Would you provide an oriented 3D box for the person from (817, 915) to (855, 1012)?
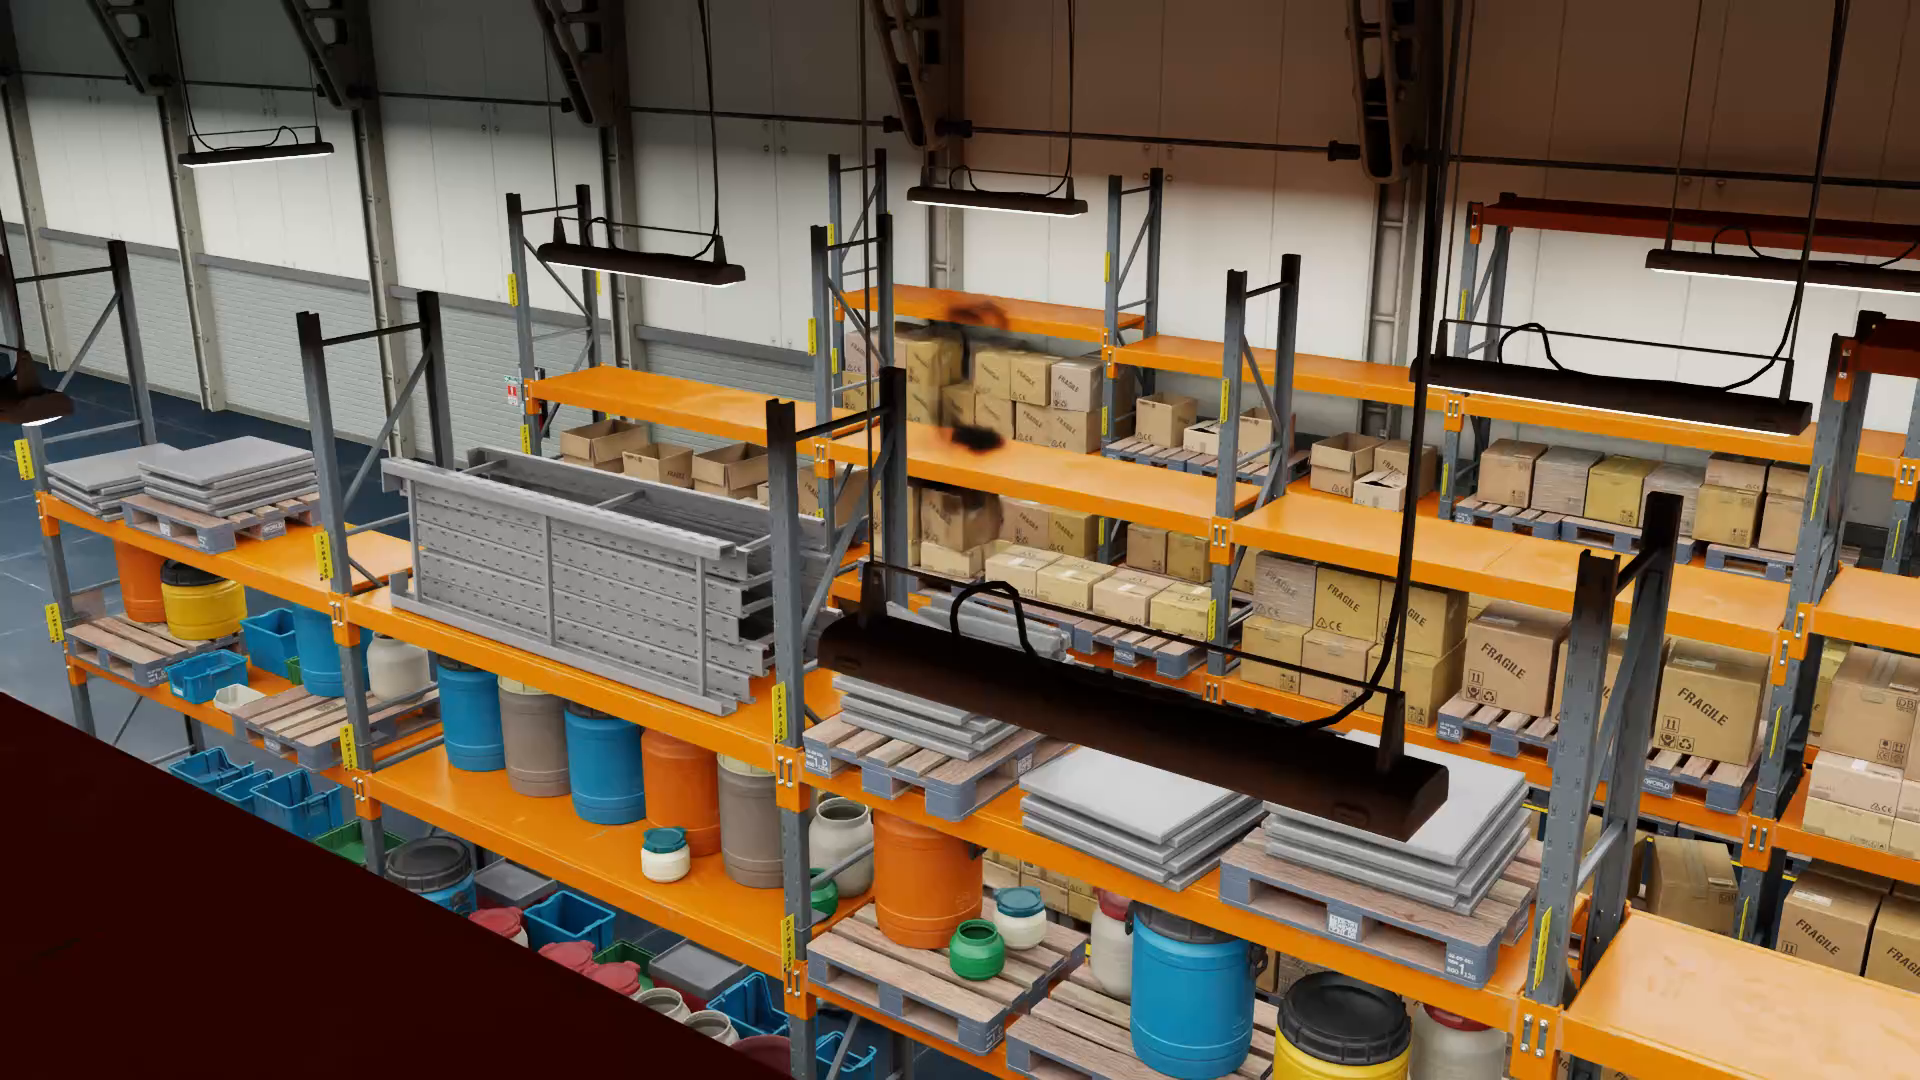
[{"bbox_3d":[-0.812,3.008,13.287,0.907,1.760,0.675,6,19,16],"label":"person"}]
